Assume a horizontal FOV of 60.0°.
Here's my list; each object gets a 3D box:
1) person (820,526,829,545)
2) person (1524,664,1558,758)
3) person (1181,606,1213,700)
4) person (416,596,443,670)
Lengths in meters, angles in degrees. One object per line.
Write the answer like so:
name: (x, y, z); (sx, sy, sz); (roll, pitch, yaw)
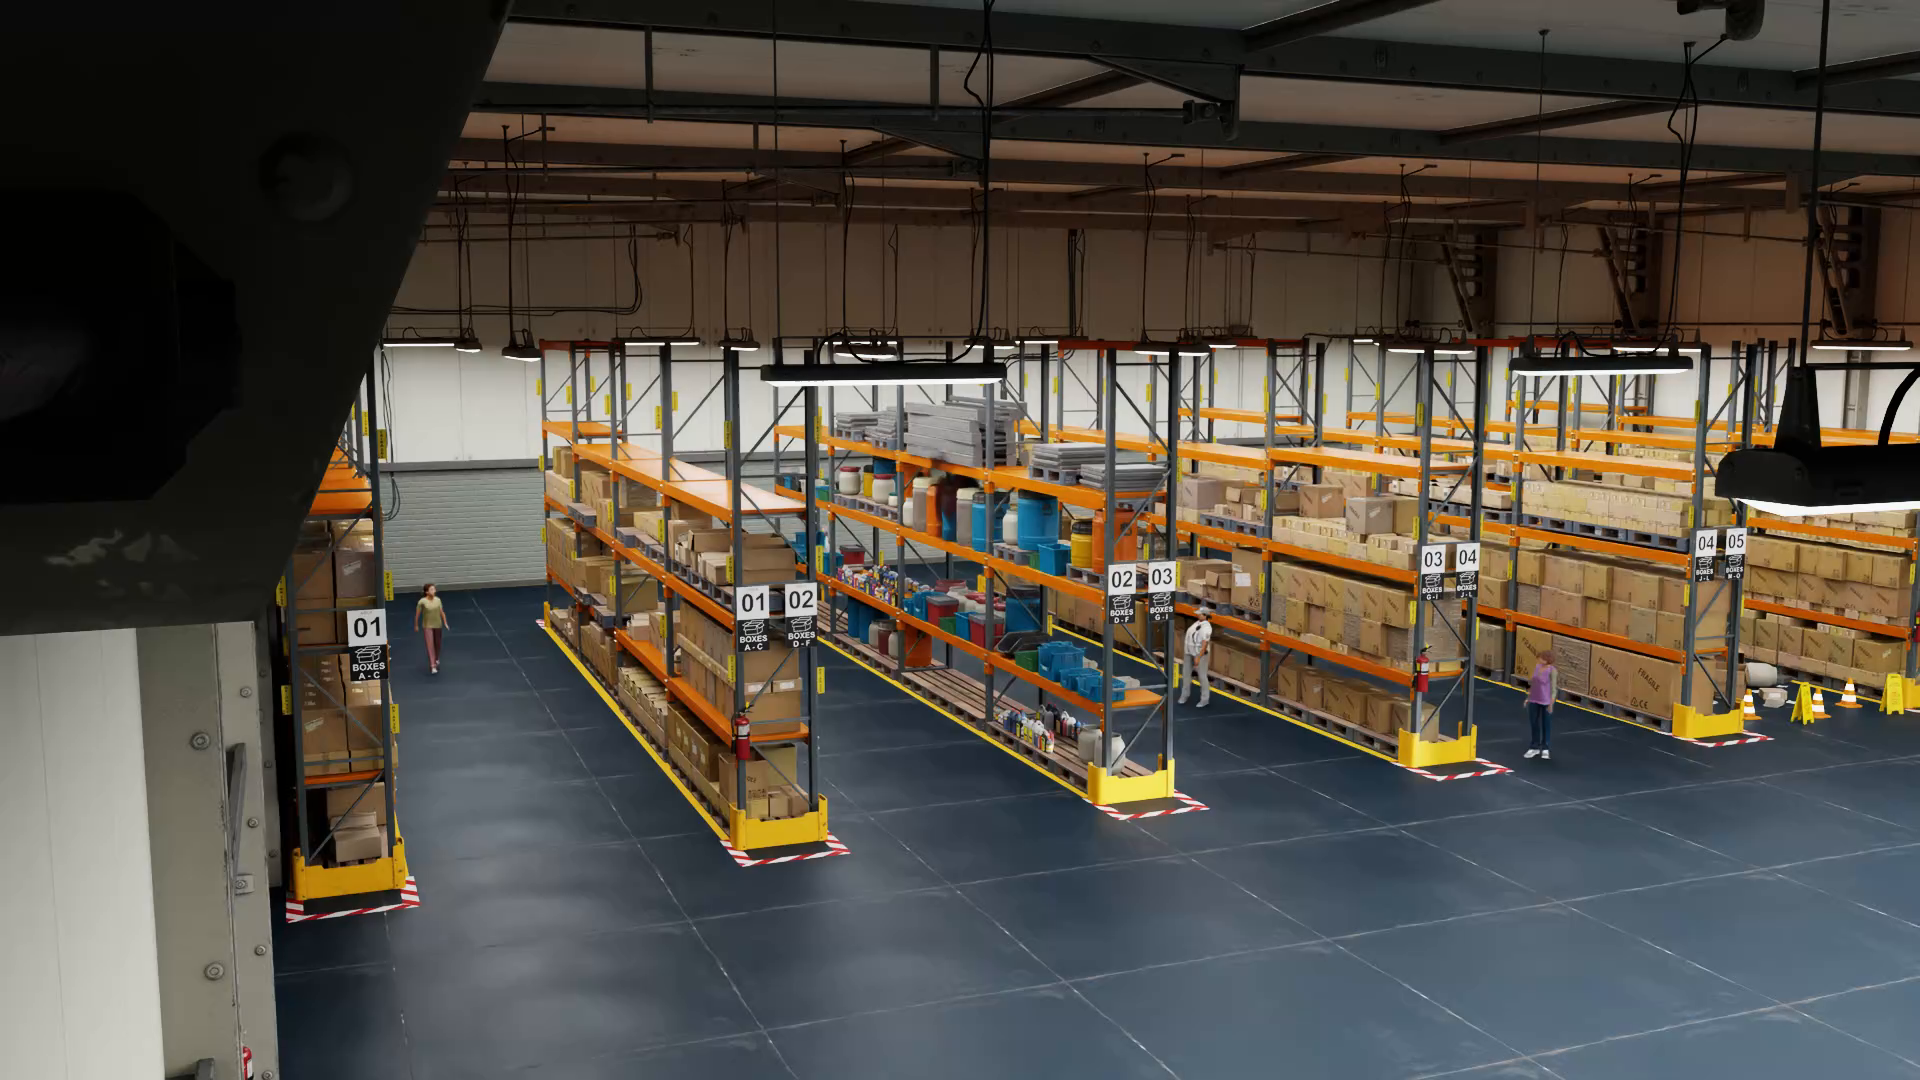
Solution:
person: (-3.135, 0.085, 38.550); (0.331, 0.833, 0.448); (7, 10, 42)
person: (8.507, 2.510, 24.311); (0.396, 1.398, 0.356); (6, 10, 40)
person: (3.954, 1.882, 27.690); (0.415, 1.575, 0.535); (-6, 10, -39)
person: (-9.685, 1.679, 30.420); (0.481, 1.318, 0.899); (-4, 8, -26)
